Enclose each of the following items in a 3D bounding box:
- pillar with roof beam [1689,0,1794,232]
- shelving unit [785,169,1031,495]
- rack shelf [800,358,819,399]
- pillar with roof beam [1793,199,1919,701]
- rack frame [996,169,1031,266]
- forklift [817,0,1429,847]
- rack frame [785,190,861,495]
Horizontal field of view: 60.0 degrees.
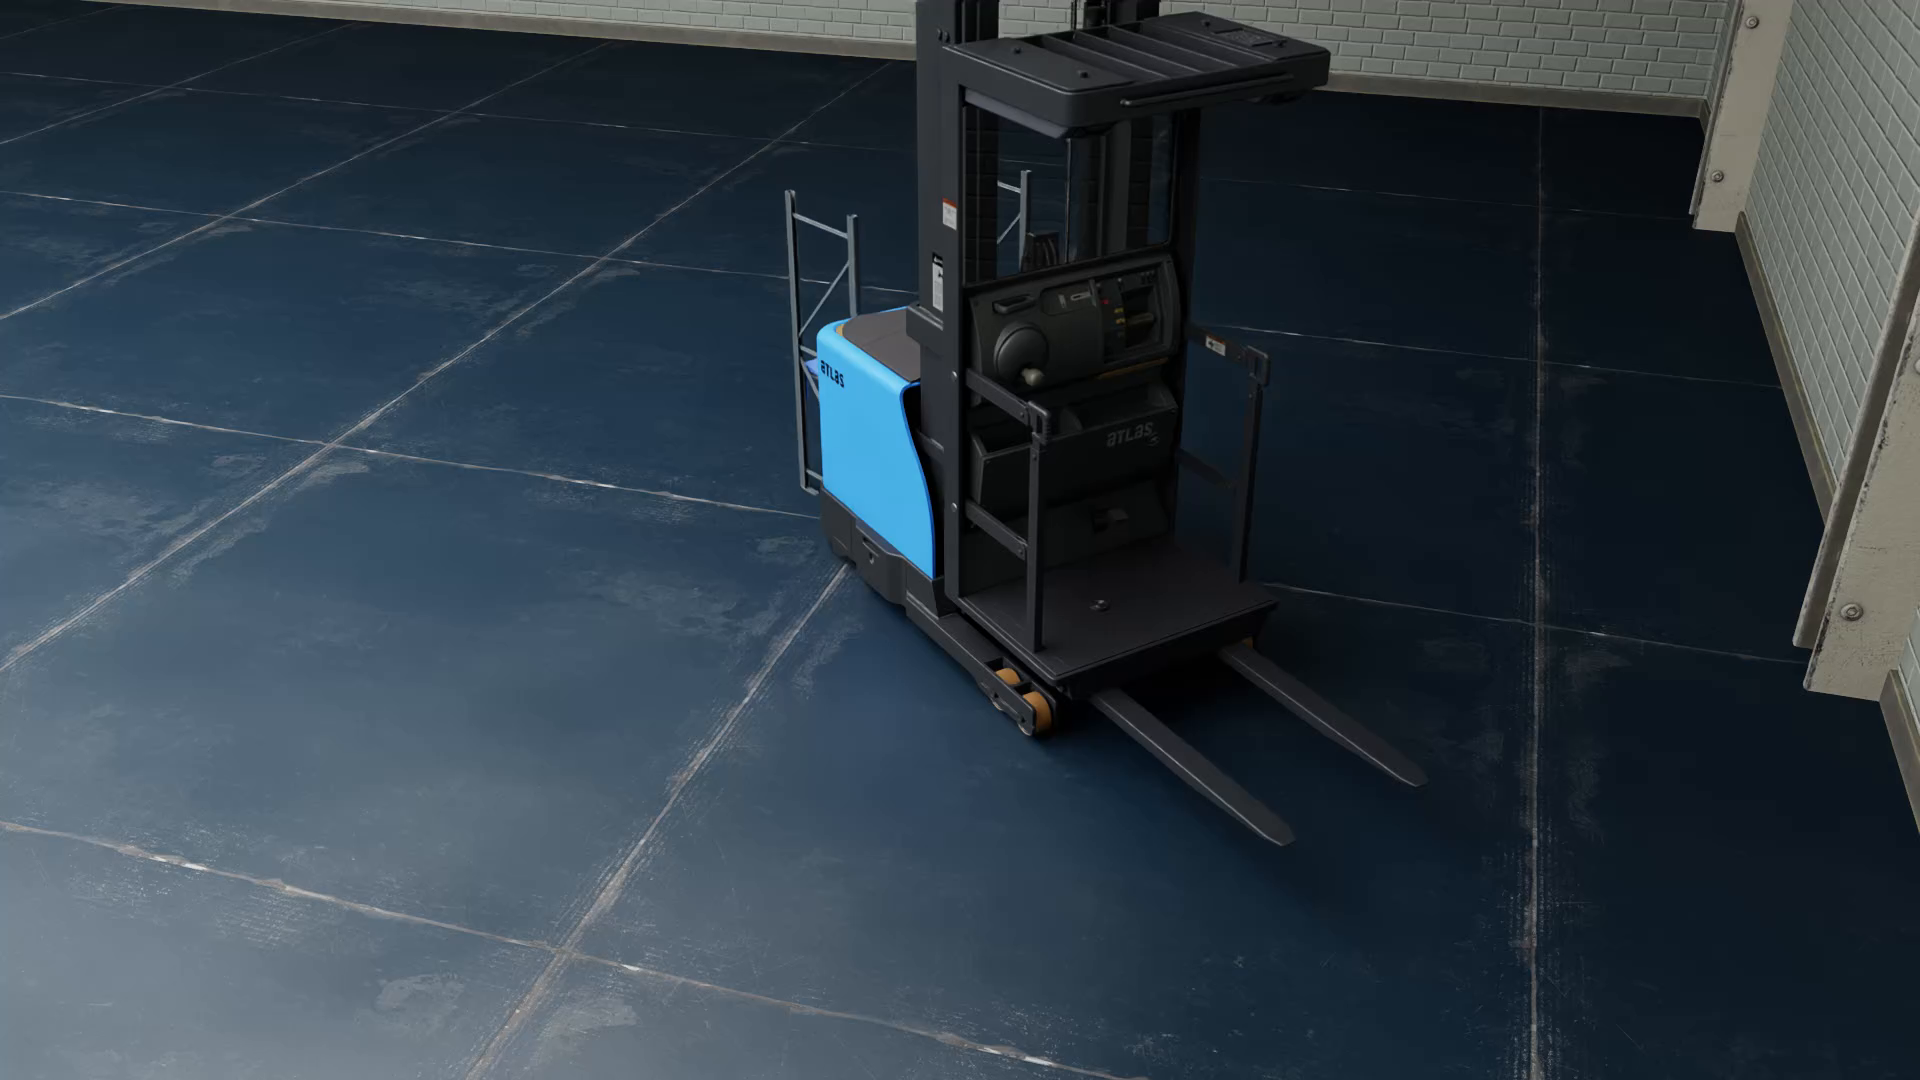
[{"bbox_3d":[1.240,-6.804,10.725,9.100,9.000,0.400,8,30,15],"label":"pillar with roof beam"},{"bbox_3d":[-0.229,-0.991,7.988,1.048,1.500,0.538,-23,36,-35],"label":"shelving unit"},{"bbox_3d":[-0.229,-0.834,8.076,1.000,0.185,0.538,-23,36,-35],"label":"rack shelf"},{"bbox_3d":[-0.521,-4.016,5.712,9.100,9.000,0.400,8,30,15],"label":"pillar with roof beam"},{"bbox_3d":[0.155,-1.153,8.279,0.032,1.500,0.500,-23,36,-35],"label":"rack frame"},{"bbox_3d":[0.559,-0.789,6.153,1.130,2.935,3.031,-17,33,-27],"label":"forklift"},{"bbox_3d":[-0.613,-0.829,7.698,0.032,1.500,0.500,-23,36,-35],"label":"rack frame"}]
